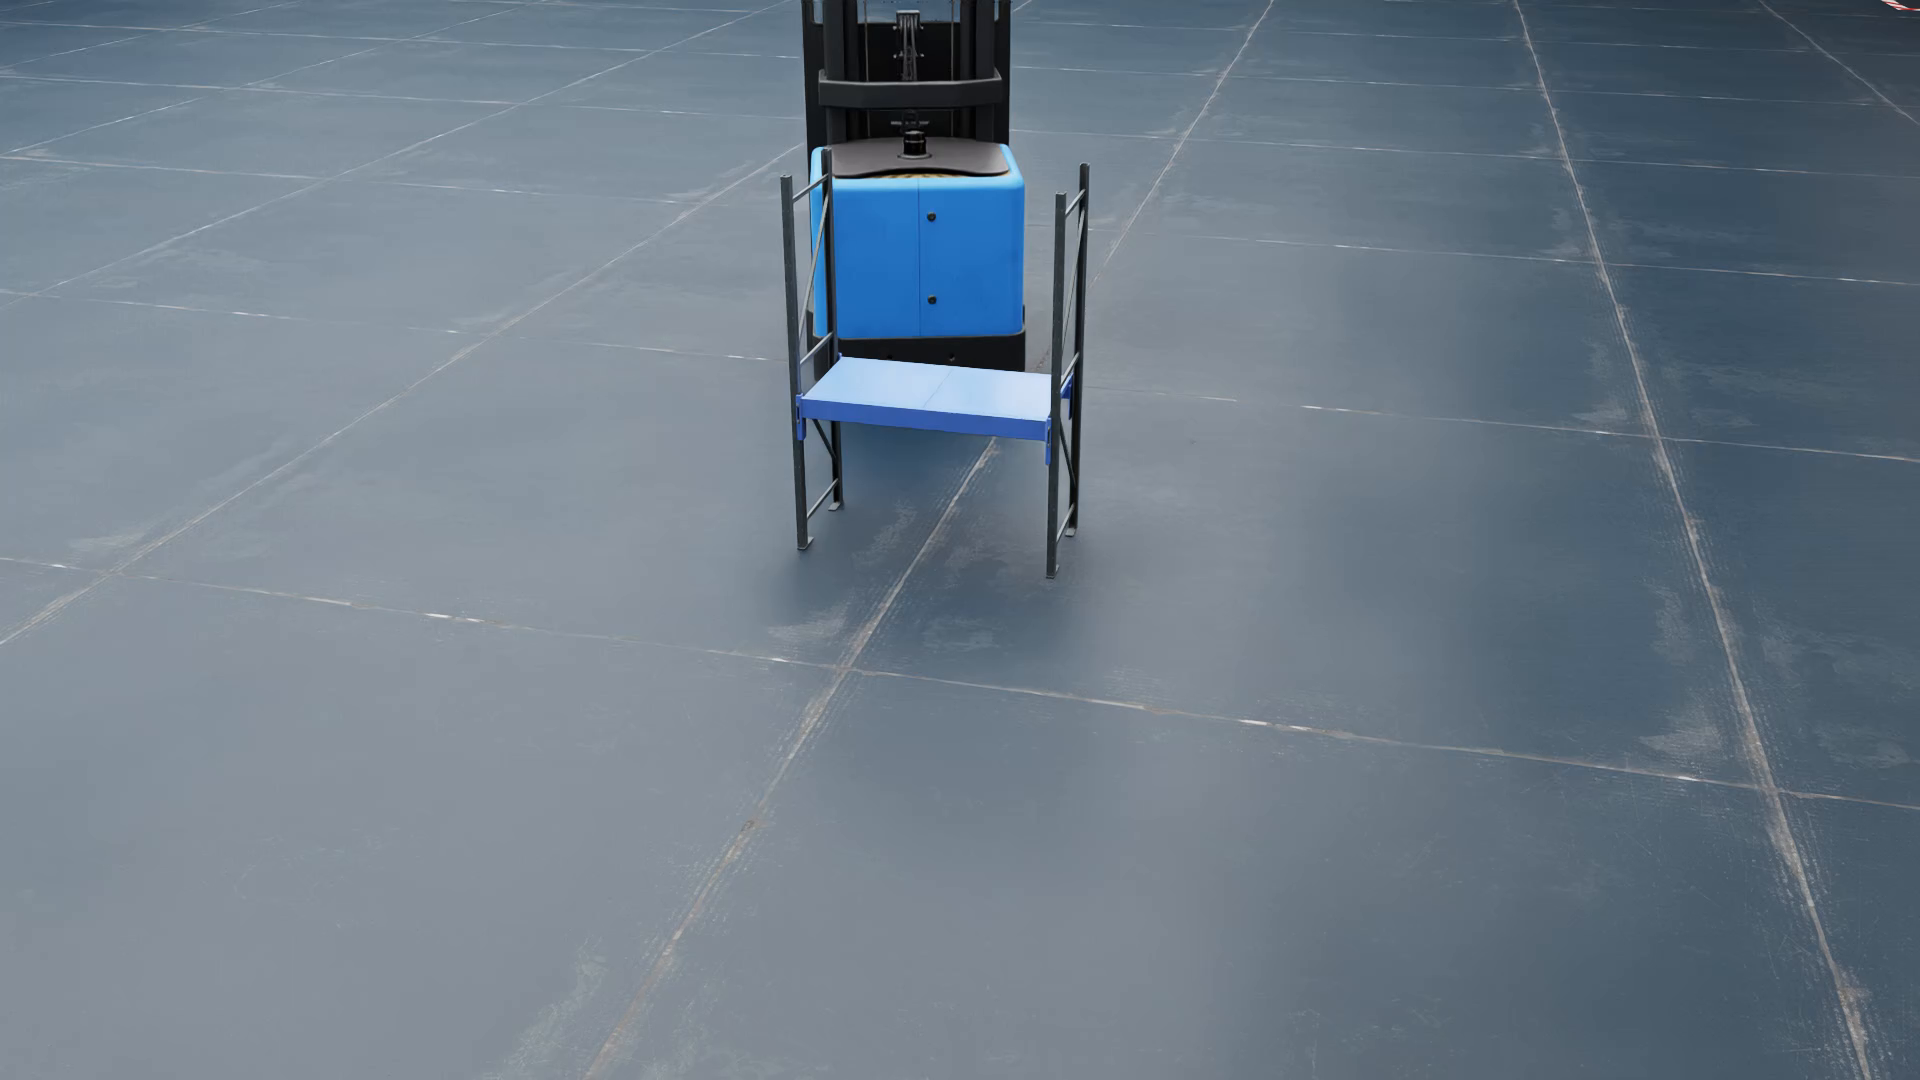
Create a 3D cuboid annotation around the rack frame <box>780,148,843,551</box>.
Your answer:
[{"bbox_3d":[-0.575,-0.741,6.561,0.032,1.500,0.500,6,26,13],"label":"rack frame"}]

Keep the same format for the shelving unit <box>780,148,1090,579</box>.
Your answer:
[{"bbox_3d":[-0.083,-0.686,6.447,1.048,1.500,0.538,6,26,13],"label":"shelving unit"}]

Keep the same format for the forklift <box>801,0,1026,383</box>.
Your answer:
[{"bbox_3d":[-0.297,-2.677,8.964,1.130,2.935,3.031,-2,26,-4],"label":"forklift"}]

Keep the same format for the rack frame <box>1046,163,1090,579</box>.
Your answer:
[{"bbox_3d":[0.410,-0.632,6.332,0.032,1.500,0.500,6,26,13],"label":"rack frame"}]

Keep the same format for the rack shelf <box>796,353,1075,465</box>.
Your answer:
[{"bbox_3d":[-0.083,-0.524,6.524,1.000,0.185,0.538,6,26,13],"label":"rack shelf"}]
